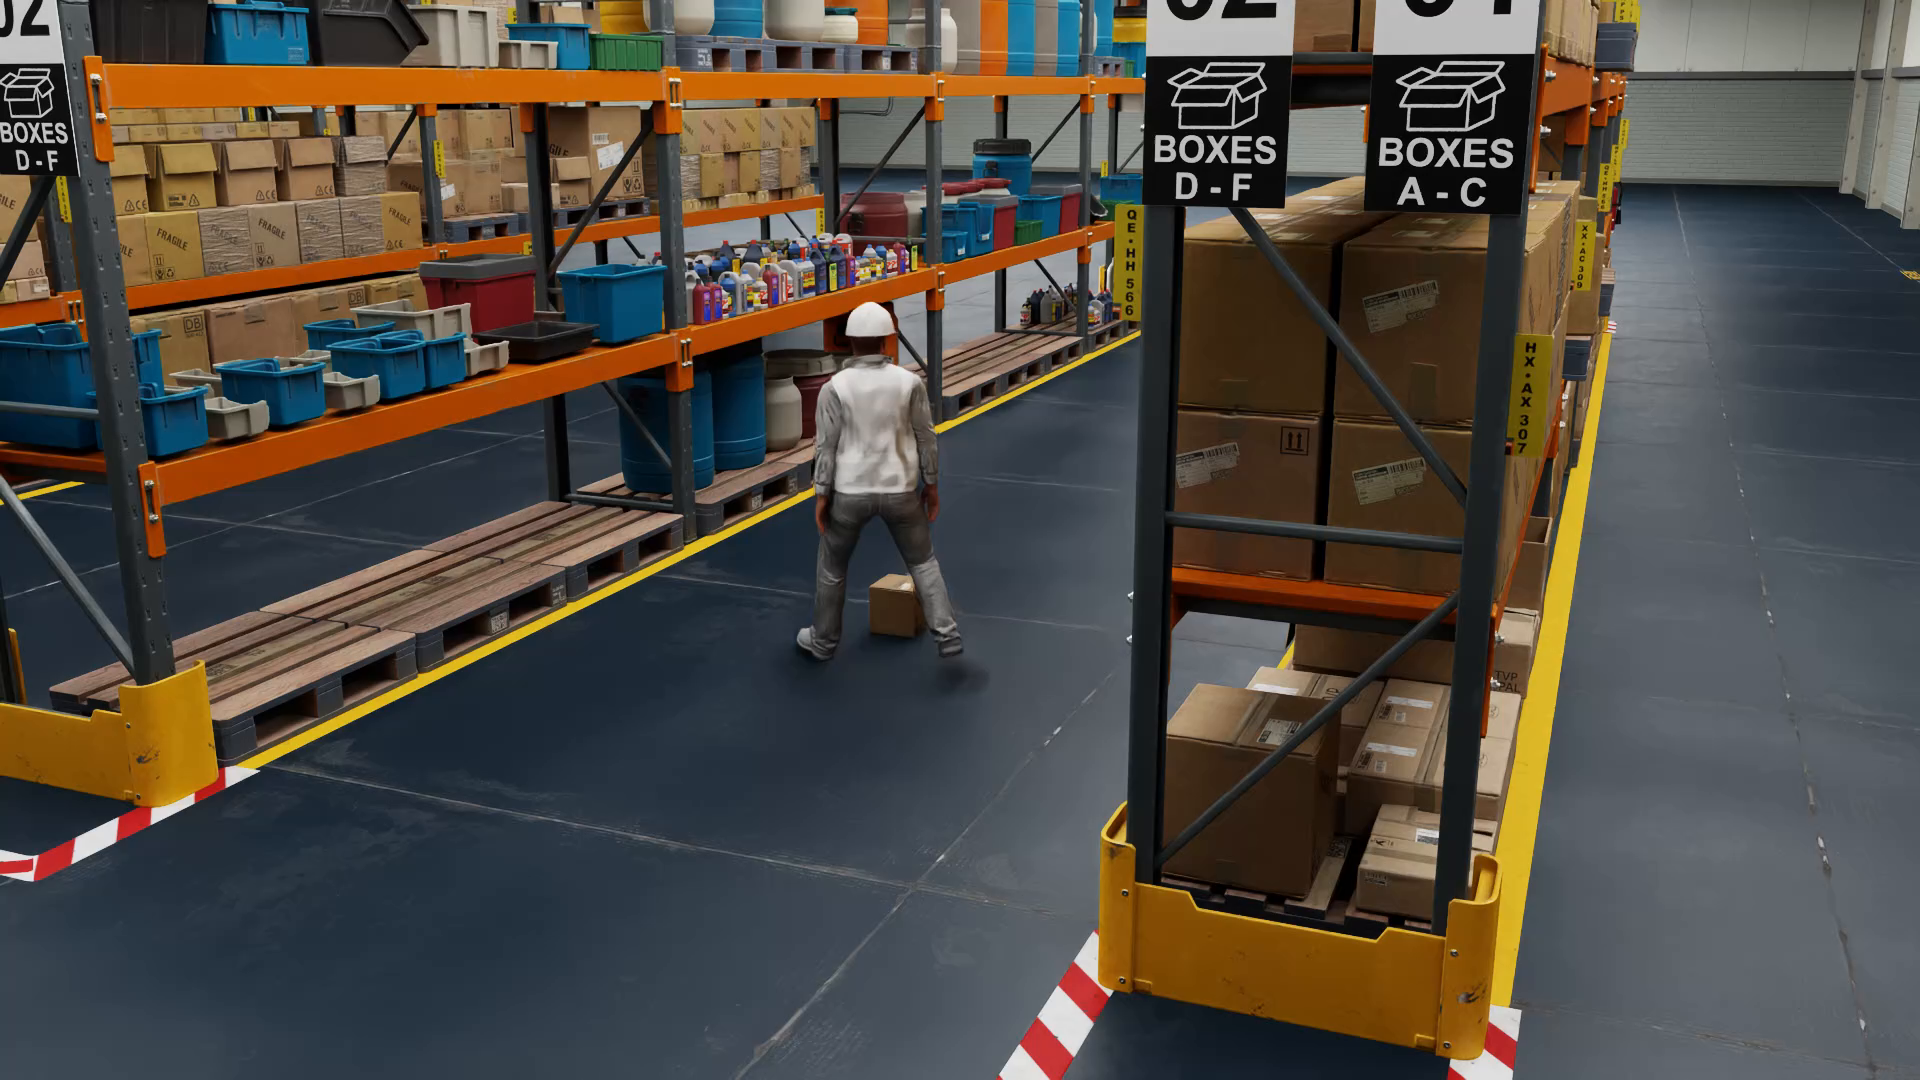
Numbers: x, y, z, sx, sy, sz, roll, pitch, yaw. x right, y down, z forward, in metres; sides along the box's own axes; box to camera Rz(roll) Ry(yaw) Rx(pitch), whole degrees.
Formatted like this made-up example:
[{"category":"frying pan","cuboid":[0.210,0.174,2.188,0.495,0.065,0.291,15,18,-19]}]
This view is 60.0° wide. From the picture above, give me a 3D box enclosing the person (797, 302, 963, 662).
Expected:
[{"category":"person","cuboid":[-0.386,-0.246,7.906,0.750,1.755,0.705,-4,16,-13]}]
